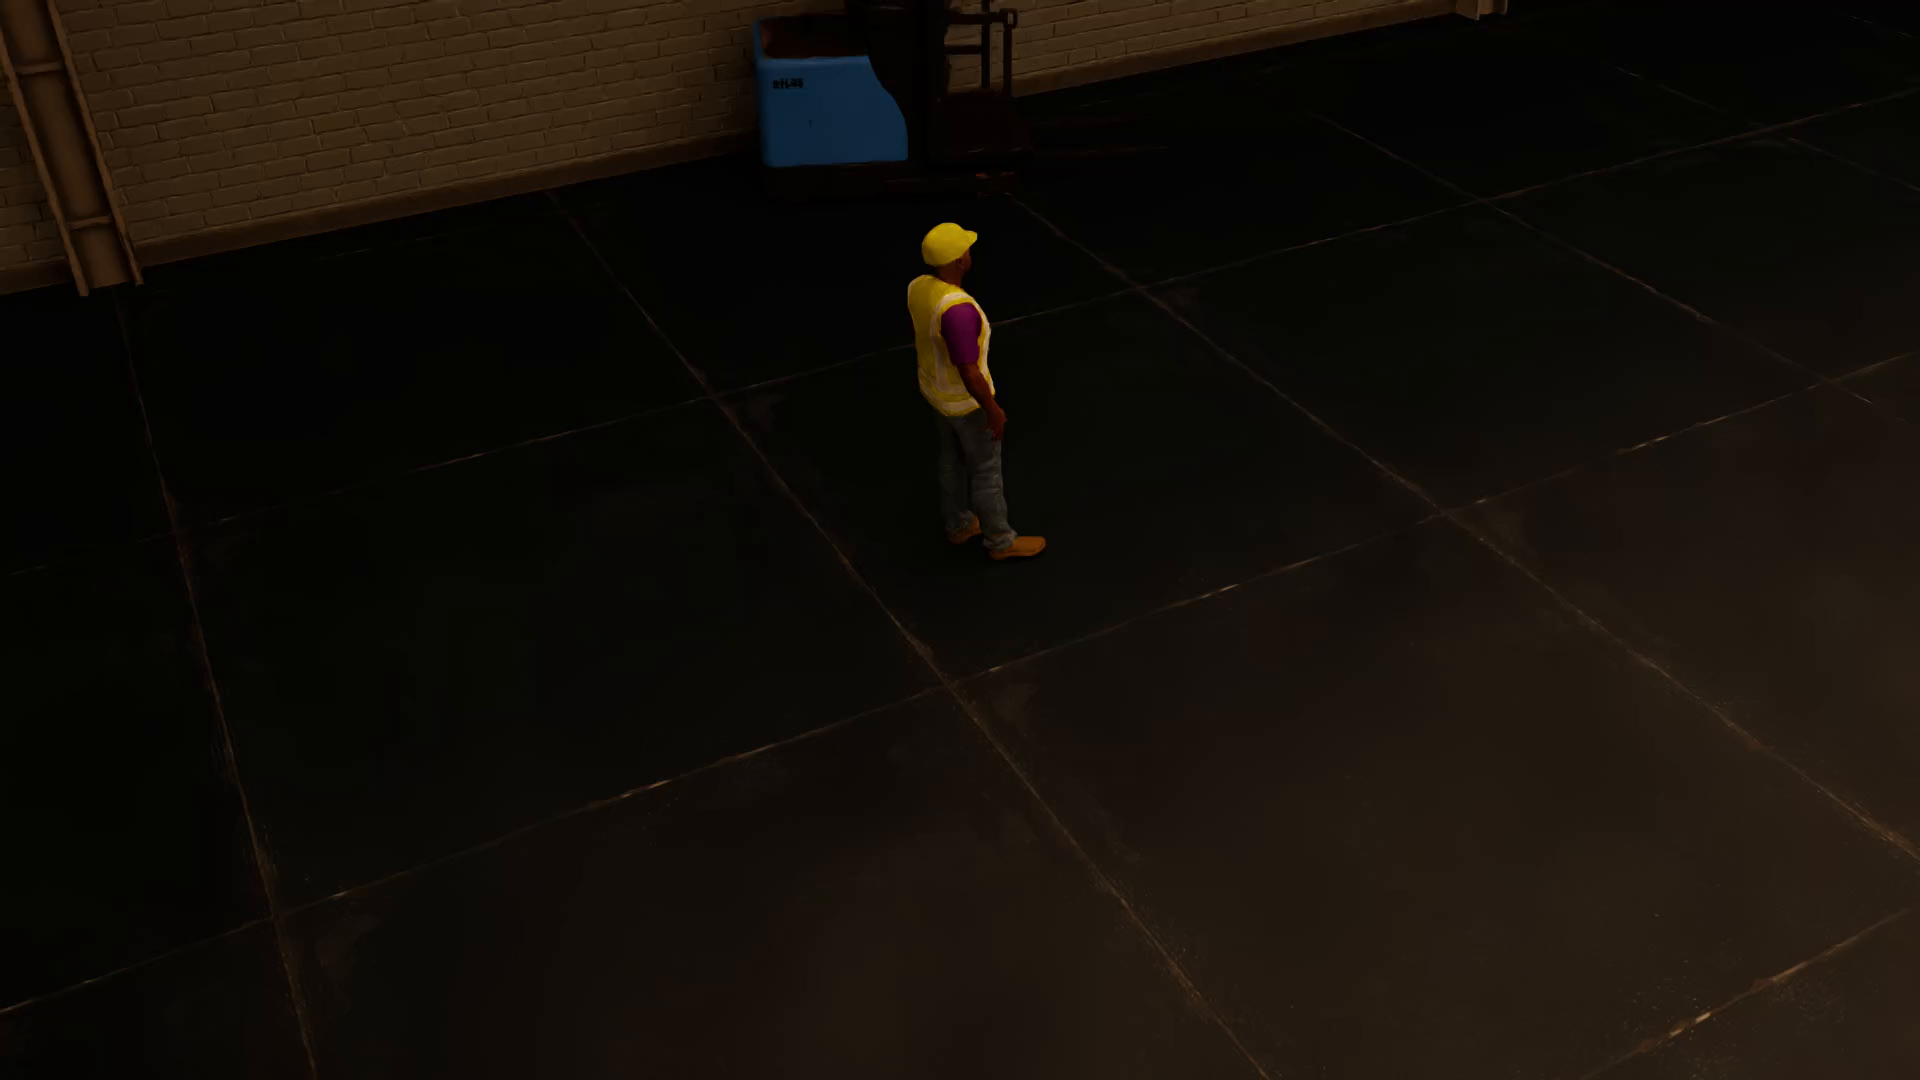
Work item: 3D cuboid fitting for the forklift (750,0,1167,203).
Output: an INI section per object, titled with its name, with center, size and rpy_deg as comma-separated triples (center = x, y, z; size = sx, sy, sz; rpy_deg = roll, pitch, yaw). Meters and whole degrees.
[forklift]
center = 0.004, -4.021, 11.812
size = 3.031, 2.935, 1.130
rpy_deg = -5, 36, -7

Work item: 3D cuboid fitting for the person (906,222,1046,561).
[person]
center = 0.064, -0.743, 8.171
size = 0.576, 1.766, 0.665
rpy_deg = -17, 39, -23
